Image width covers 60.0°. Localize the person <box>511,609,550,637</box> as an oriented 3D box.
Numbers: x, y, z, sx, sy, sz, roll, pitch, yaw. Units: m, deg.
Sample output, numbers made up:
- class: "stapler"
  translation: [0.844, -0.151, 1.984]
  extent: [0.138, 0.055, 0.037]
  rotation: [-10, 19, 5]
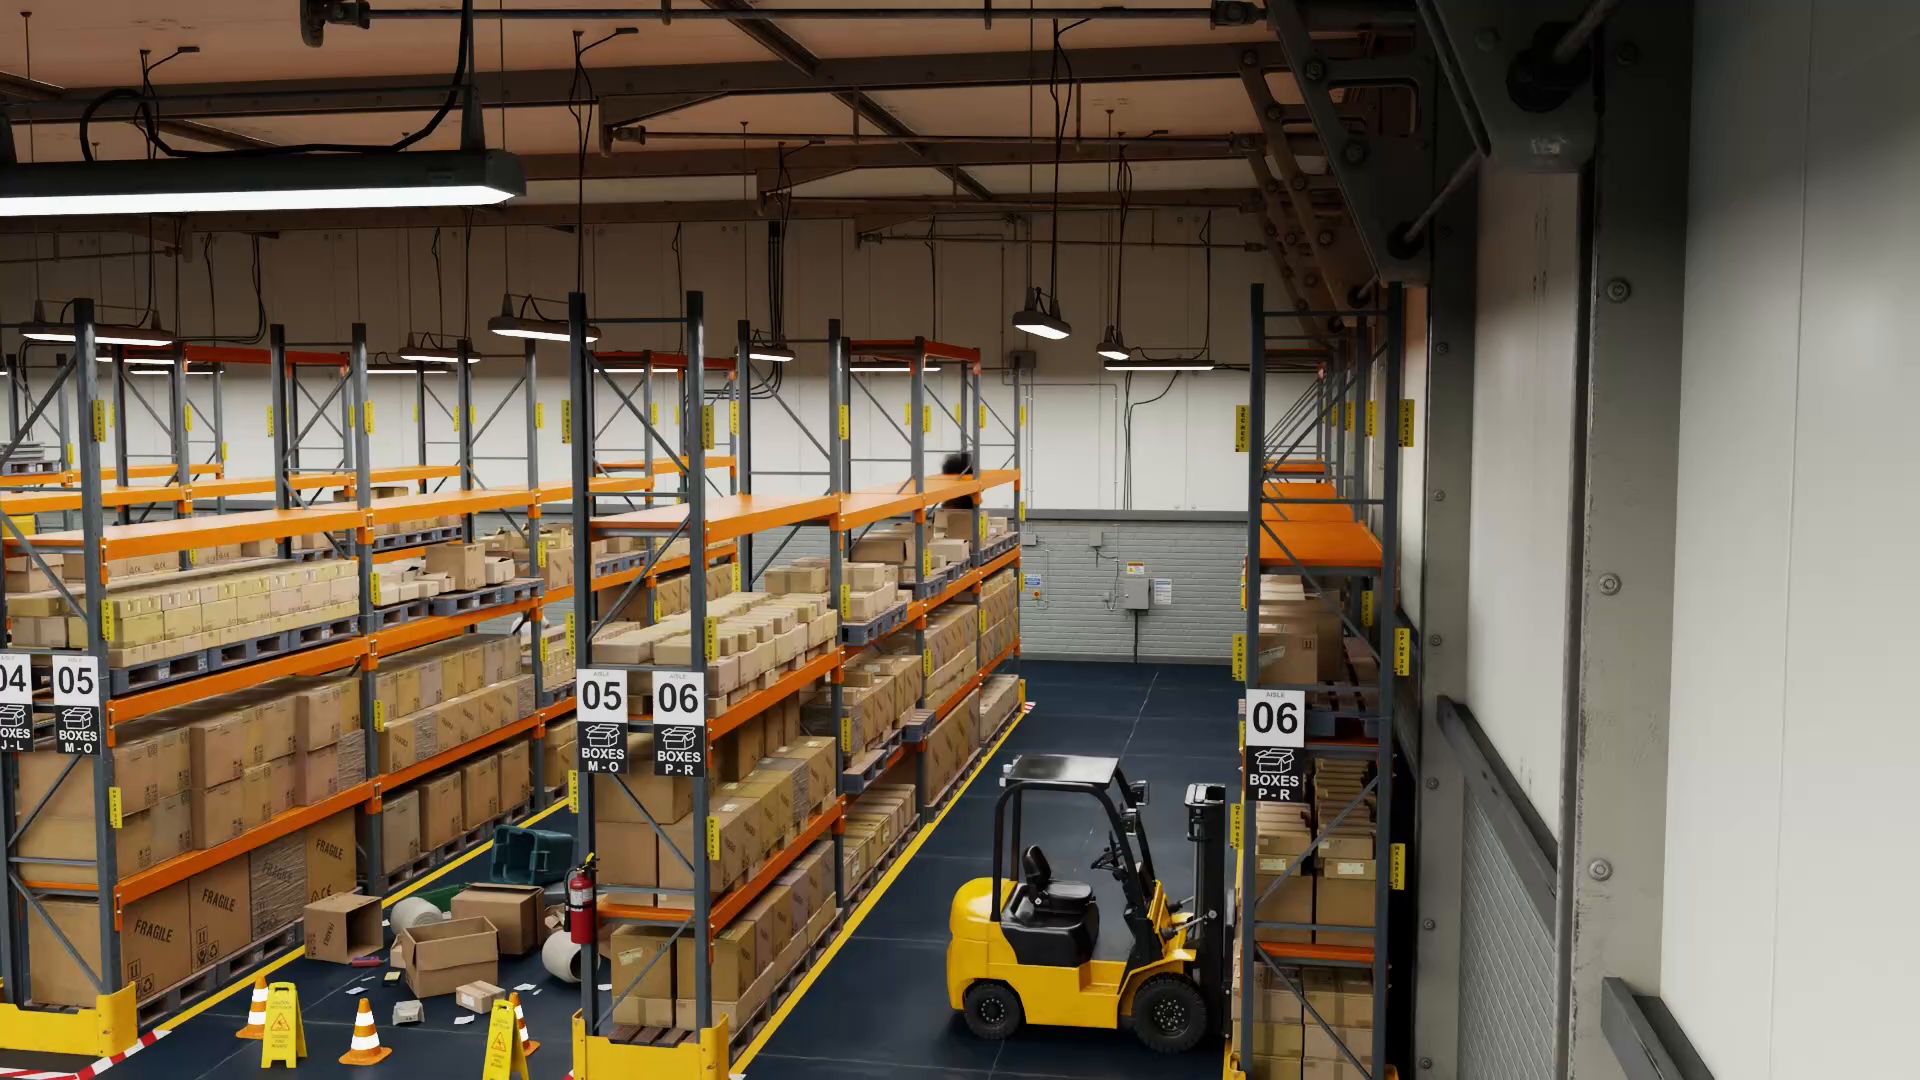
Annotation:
- class: "person"
  translation: [-7.672, 1.922, 29.852]
  extent: [0.741, 1.672, 0.578]
  rotation: [-1, 5, -17]
